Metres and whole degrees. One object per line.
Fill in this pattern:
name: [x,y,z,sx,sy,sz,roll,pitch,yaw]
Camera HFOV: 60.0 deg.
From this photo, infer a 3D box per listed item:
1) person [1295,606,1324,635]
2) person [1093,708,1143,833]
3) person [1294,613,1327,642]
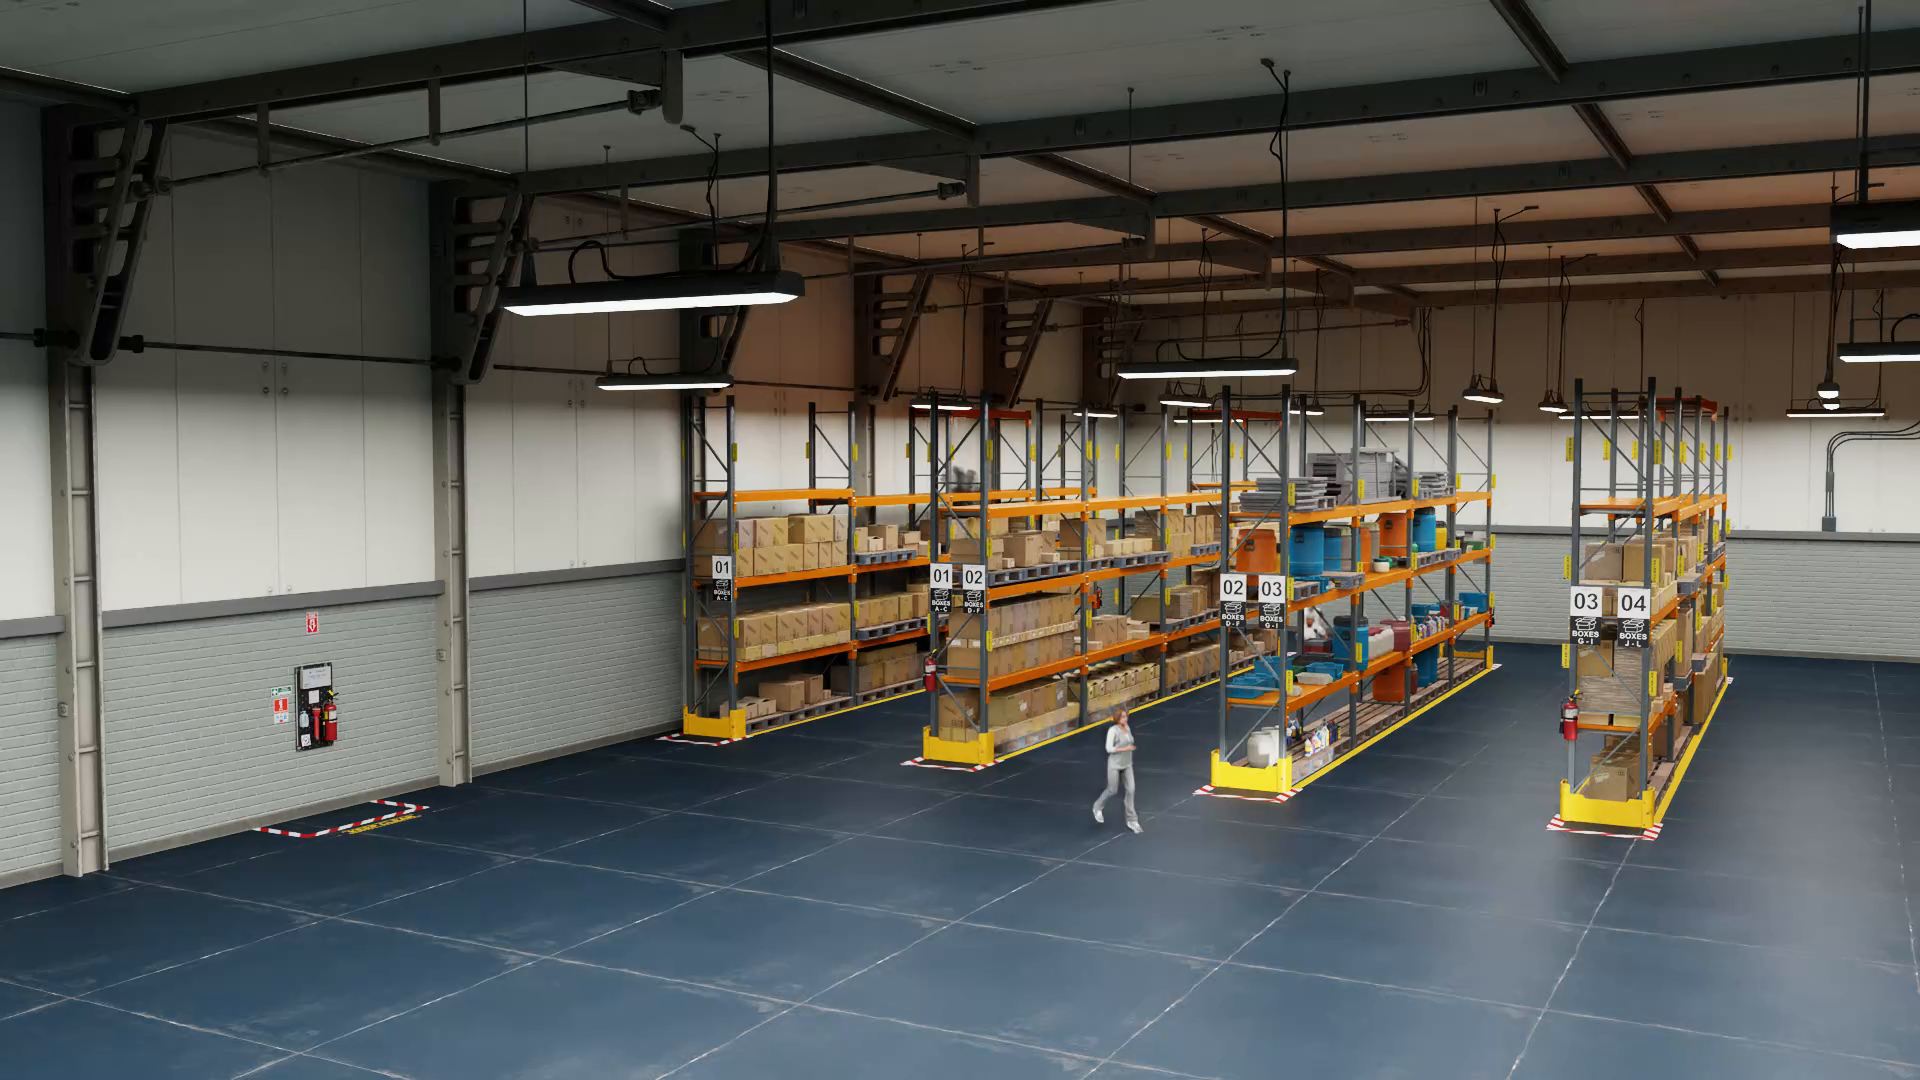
person: [7.989,2.137,37.983,0.657,1.769,0.775,1,3,16]
person: [2.088,3.019,22.029,0.558,1.610,0.837,-2,4,-39]
person: [7.230,2.342,34.361,0.632,1.673,0.903,1,3,24]
